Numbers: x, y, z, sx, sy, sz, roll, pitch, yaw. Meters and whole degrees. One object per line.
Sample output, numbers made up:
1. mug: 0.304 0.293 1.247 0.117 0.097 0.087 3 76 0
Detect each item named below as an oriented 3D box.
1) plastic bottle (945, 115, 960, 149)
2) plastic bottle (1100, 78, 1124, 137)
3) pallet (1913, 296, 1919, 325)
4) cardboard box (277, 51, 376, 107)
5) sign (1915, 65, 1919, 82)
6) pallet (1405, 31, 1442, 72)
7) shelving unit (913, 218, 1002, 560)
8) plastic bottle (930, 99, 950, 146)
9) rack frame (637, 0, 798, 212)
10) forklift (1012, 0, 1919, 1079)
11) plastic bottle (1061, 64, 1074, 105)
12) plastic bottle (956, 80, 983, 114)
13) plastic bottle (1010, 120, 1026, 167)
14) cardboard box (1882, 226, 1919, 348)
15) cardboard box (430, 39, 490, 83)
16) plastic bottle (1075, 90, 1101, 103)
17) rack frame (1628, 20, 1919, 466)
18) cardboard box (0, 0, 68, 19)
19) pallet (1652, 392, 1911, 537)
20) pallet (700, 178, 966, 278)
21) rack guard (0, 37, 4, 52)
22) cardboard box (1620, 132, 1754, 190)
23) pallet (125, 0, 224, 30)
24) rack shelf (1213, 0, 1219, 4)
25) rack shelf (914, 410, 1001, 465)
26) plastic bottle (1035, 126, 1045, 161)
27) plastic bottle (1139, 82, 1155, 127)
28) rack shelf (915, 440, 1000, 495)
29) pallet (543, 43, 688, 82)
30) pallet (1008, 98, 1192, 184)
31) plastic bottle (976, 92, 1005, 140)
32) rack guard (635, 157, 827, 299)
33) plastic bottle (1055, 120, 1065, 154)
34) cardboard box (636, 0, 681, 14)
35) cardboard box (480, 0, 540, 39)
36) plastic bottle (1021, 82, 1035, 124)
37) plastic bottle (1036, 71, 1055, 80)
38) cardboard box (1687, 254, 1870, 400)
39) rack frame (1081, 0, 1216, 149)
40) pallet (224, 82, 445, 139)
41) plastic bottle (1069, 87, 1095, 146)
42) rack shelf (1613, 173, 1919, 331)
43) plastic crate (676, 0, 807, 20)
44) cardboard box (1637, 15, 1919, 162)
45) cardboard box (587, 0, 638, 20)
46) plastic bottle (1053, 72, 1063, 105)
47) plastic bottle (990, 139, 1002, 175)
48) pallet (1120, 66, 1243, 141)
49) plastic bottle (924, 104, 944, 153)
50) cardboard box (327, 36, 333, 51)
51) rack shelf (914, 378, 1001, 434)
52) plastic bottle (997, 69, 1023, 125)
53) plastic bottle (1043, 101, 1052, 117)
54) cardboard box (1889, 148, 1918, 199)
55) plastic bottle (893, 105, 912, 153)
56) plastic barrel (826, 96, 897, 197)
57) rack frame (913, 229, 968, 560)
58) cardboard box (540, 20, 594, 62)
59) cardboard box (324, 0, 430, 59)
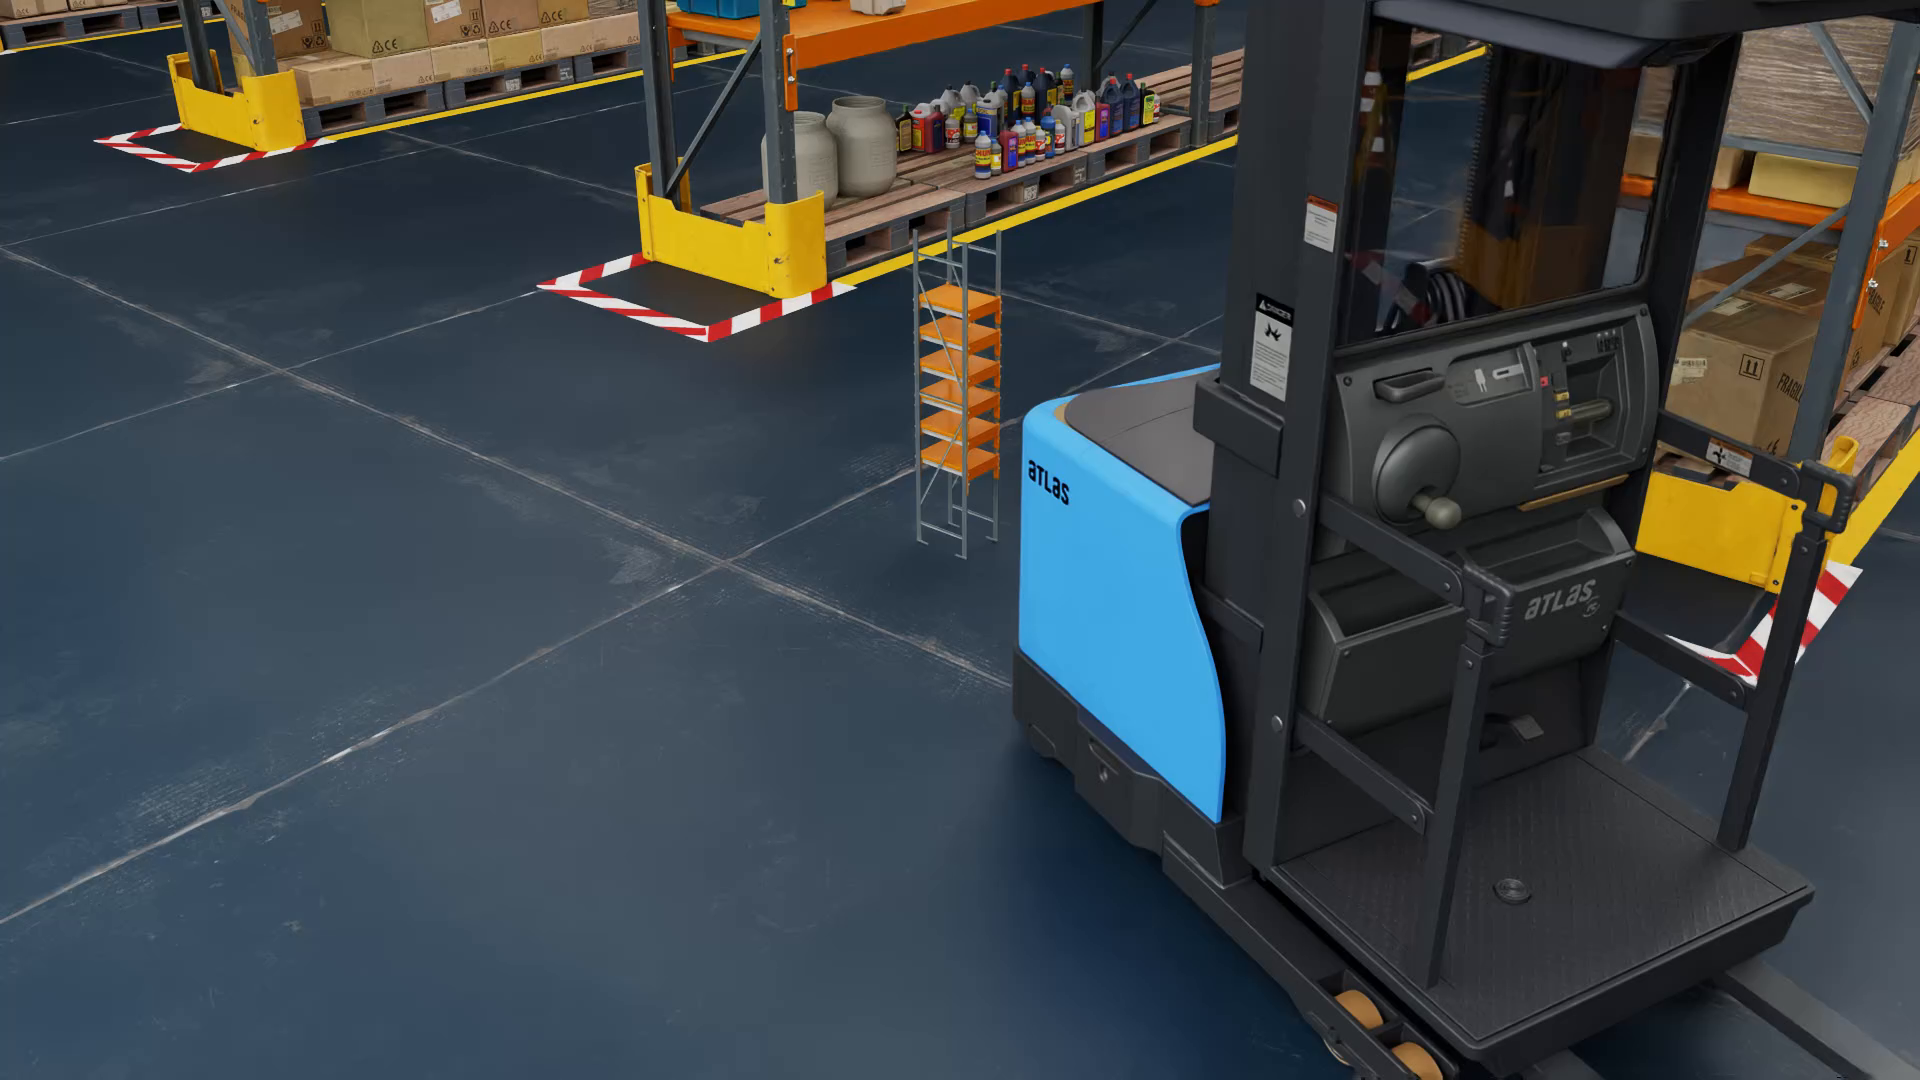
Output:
1. plastic bottle: -0.049 -2.603 10.584 0.097 0.201 0.097 0 27 0
2. plastic bottle: 0.978 -2.827 10.854 0.144 0.351 0.185 19 33 32
3. pallet: 4.709 -1.254 8.445 1.003 0.211 1.213 21 34 34
4. cardboard box: -4.564 -3.310 11.919 0.500 0.250 0.500 21 34 34
5. sign: 2.984 -1.549 5.038 0.100 0.325 0.005 21 34 34
6. pallet: 3.309 -4.105 13.956 1.003 0.211 1.213 21 34 34
7. shelving unit: -0.009 -0.528 5.964 0.258 1.200 0.189 21 34 34
8. plastic bottle: -0.157 -2.666 10.625 0.152 0.276 0.135 20 33 33
9. rack frame: -1.257 -2.771 8.341 1.000 3.000 0.127 21 34 34
10. forklift: 1.310 -0.241 3.525 1.130 2.935 3.031 -14 31 -25
11. plastic bottle: 0.747 -3.188 11.638 0.097 0.271 0.097 0 27 0
12. plastic bottle: 0.063 -2.825 10.851 0.144 0.351 0.185 20 34 34
13. plastic bottle: 0.355 -2.428 10.168 0.097 0.271 0.097 0 27 0
14. cardboard box: 4.131 -1.239 7.644 0.500 0.500 0.500 17 32 30
15. cardboard box: -3.930 -3.666 12.606 0.500 0.250 0.500 21 34 34
16. plastic bottle: 0.848 -2.828 10.938 0.152 0.276 0.135 21 34 34
17. rack frame: 2.565 -1.323 5.543 1.000 3.000 0.127 21 34 34
18. cardboard box: -8.392 -4.886 14.878 0.500 0.311 0.500 17 32 29
19. pallet: 3.157 -0.389 6.773 1.003 0.211 1.213 21 34 34
20. pallet: -0.724 -1.859 9.614 1.003 0.211 1.213 21 34 34
21. rack guard: -8.853 -4.583 14.565 1.175 0.500 0.348 21 34 34
22. cardboard box: 2.587 -1.373 5.913 0.380 0.149 0.250 21 34 34
23. pallet: -7.533 -5.163 16.000 1.003 0.211 1.213 21 34 34
24. rack shelf: 2.560 -4.578 12.619 1.077 0.370 4.000 21 34 34
25. rack shelf: -0.009 -0.382 6.040 0.258 0.103 0.180 21 34 34
26. plastic bottle: 0.482 -2.467 10.321 0.097 0.201 0.097 0 27 0
27. plastic bottle: 1.236 -2.911 11.090 0.061 0.283 0.133 23 35 37
28. rack shelf: -0.009 -0.275 6.095 0.258 0.103 0.180 21 34 34
29. pallet: -3.070 -4.130 14.003 1.003 0.211 1.213 21 34 34
30. pallet: 0.828 -2.724 11.287 1.003 0.211 1.213 21 34 34
31. plastic bottle: 0.194 -2.758 10.801 0.152 0.276 0.135 21 34 34
32. rack guard: -1.245 -1.701 8.994 1.175 0.500 0.348 21 34 34
33. plastic bottle: 0.612 -2.540 10.462 0.097 0.201 0.097 0 27 0
34. cardboard box: -2.659 -4.375 13.978 0.500 0.250 0.500 21 34 34
35. cardboard box: -3.608 -4.174 12.773 0.500 0.500 0.500 21 34 34
36. plastic bottle: 0.455 -2.921 11.122 0.097 0.271 0.097 0 27 0
37. plastic bottle: 0.562 -3.067 11.400 0.152 0.276 0.135 22 35 36
38. cardboard box: 3.329 -0.838 6.868 0.500 0.500 0.500 -18 32 -31
39. rack frame: 1.287 -4.189 11.083 1.000 3.000 0.127 21 34 34
40. pallet: -4.622 -3.265 12.331 1.003 0.211 1.213 21 34 34
41. plastic bottle: 0.773 -2.713 10.633 0.144 0.351 0.185 21 34 34
42. rack shelf: 3.837 -1.713 7.079 1.077 0.370 4.000 21 34 34
43. plastic crate: -1.169 -2.970 8.887 0.499 0.251 0.616 21 34 34
44. cardboard box: 2.936 -1.687 5.813 0.875 0.500 0.500 21 34 34
45. cardboard box: -2.986 -4.534 13.469 0.500 0.500 0.500 21 34 34
46. plastic bottle: 0.645 -3.039 11.338 0.061 0.283 0.133 21 34 34
47. plastic bottle: 0.203 -2.312 10.021 0.097 0.201 0.097 0 27 0
48. pallet: 1.757 -3.240 12.283 1.003 0.211 1.213 21 34 34
49. plastic bottle: -0.163 -2.589 10.468 0.061 0.283 0.133 21 34 34
50. cardboard box: -4.655 -3.642 12.561 0.500 0.250 0.500 21 34 34
51. rack shelf: -0.009 -0.488 5.985 0.258 0.103 0.180 21 34 34
52. plastic bottle: 0.334 -2.976 11.142 0.144 0.351 0.185 19 33 32
53. plastic bottle: 0.584 -2.657 10.599 0.061 0.283 0.133 21 34 34
54. cardboard box: 3.104 -1.326 5.822 0.380 0.149 0.250 21 34 34
55. plastic bottle: -0.367 -2.586 10.461 0.061 0.283 0.133 22 34 36
56. plastic barrel: -0.578 -2.286 9.654 0.421 0.512 0.421 0 27 0
57. rack frame: -0.067 -0.495 5.902 0.240 1.200 0.006 21 34 34
58. cardboard box: -3.291 -4.019 13.289 0.500 0.250 0.500 21 34 34
59. cardboard box: -4.247 -3.821 12.091 0.500 0.500 0.500 21 34 34
